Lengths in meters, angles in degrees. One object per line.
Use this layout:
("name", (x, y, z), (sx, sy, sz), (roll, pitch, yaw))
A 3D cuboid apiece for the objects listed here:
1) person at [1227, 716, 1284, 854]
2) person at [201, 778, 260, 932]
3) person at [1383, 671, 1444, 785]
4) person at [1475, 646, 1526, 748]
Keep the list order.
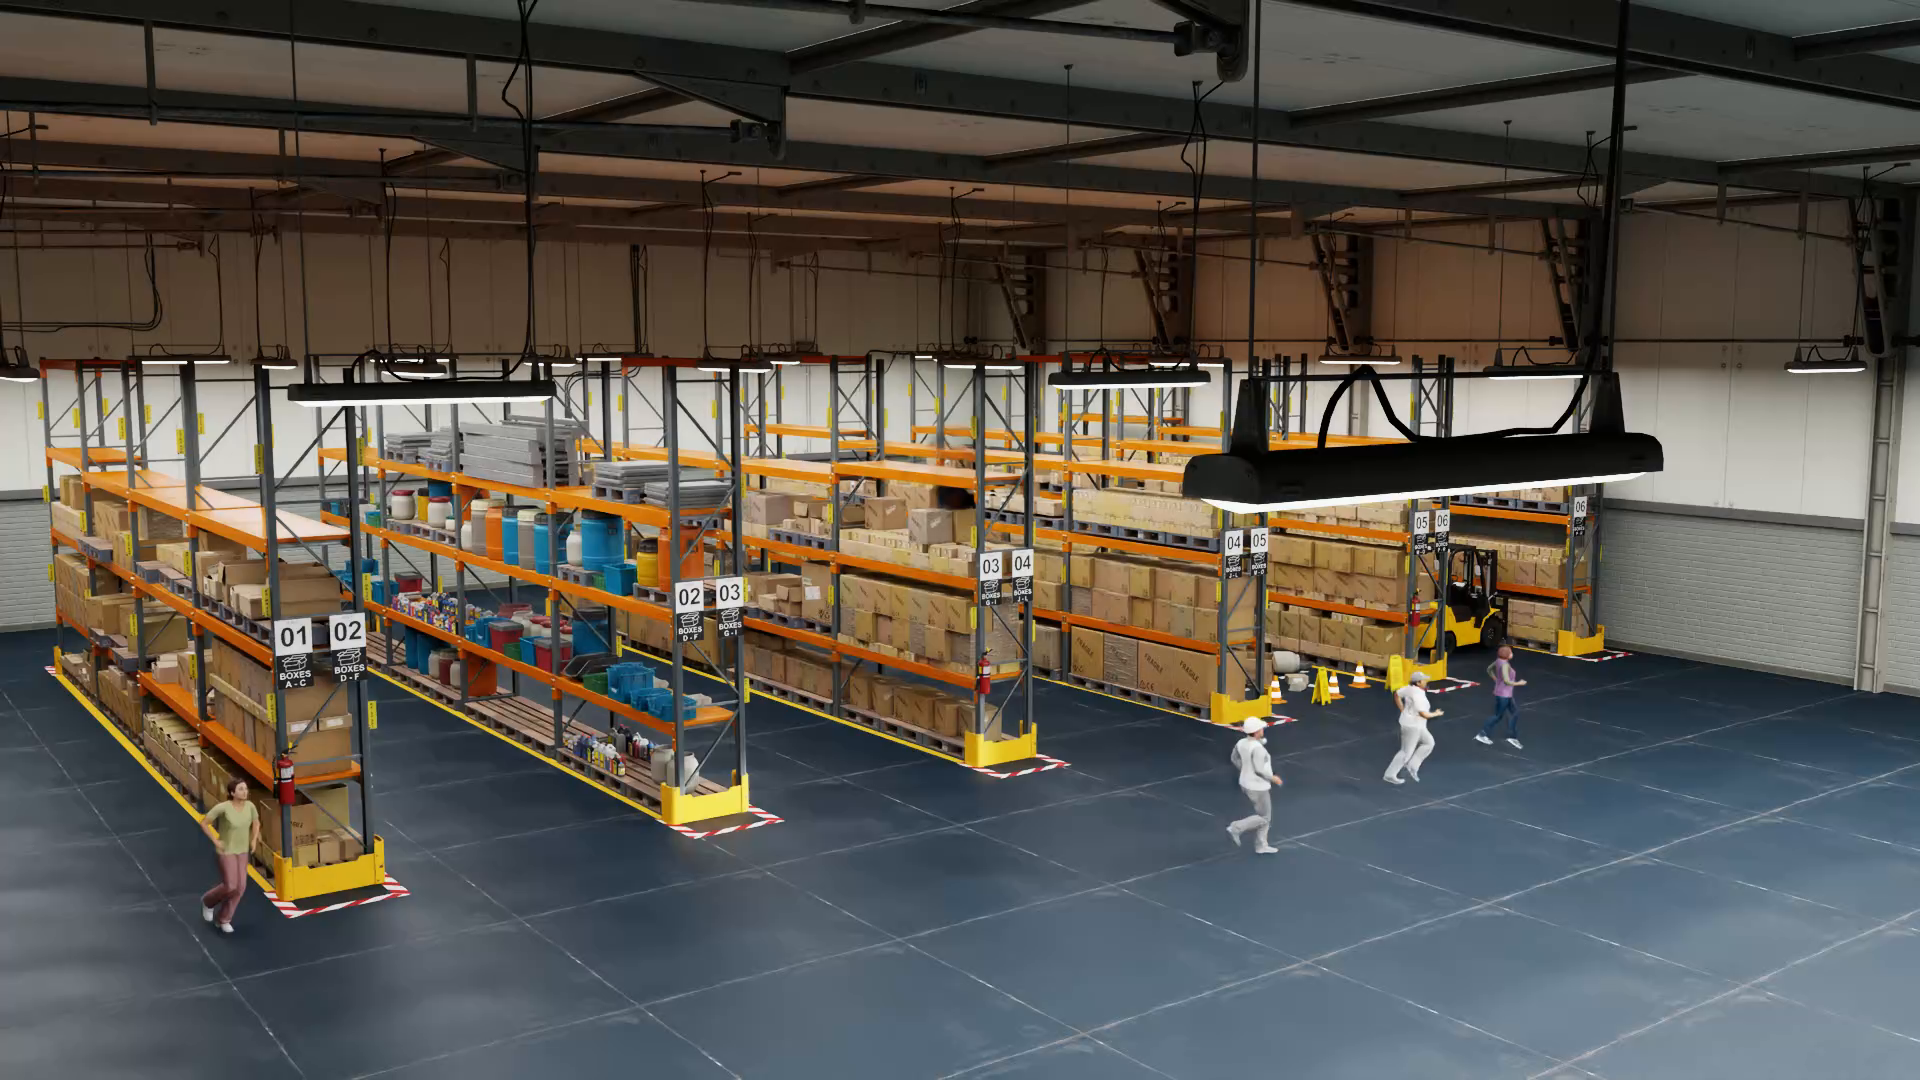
("person", (3.591, 3.028, 20.456), (0.732, 1.745, 0.661), (-2, 7, -16))
("person", (-7.881, 3.394, 18.055), (0.525, 1.610, 0.606), (5, 8, 33))
("person", (6.458, 2.666, 23.706), (0.826, 1.643, 0.613), (1, 7, 6))
("person", (8.414, 2.450, 25.863), (0.724, 1.627, 0.544), (2, 7, 14))
